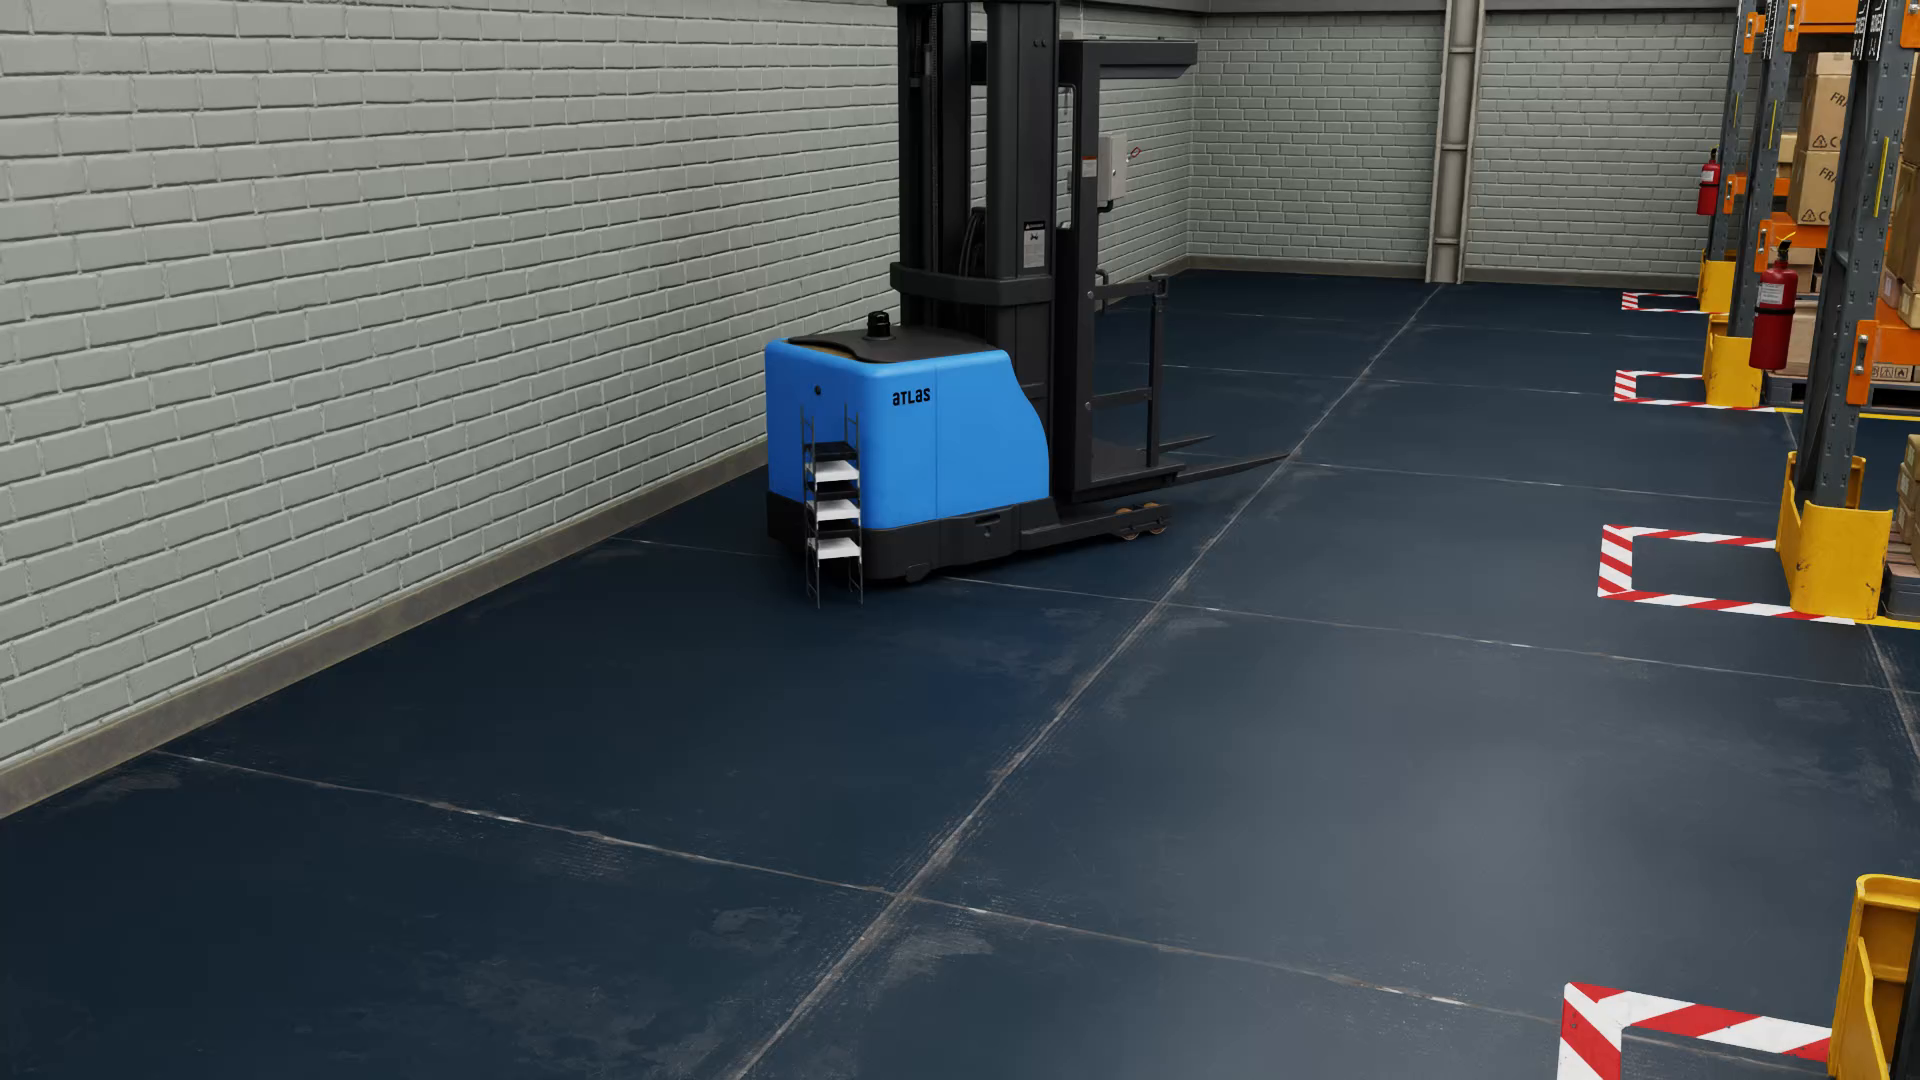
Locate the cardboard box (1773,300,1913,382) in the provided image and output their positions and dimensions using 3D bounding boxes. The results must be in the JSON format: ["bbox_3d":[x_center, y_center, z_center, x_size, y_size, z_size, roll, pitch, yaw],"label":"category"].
[{"bbox_3d":[6.451,-1.477,12.224,0.875,0.438,0.875,6,17,19],"label":"cardboard box"}]

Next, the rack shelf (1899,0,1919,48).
[{"bbox_3d":[5.938,-2.144,6.588,4.000,0.370,1.077,6,17,21],"label":"rack shelf"}]

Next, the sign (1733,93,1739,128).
[{"bbox_3d":[7.419,-4.110,15.898,0.005,0.325,0.100,6,17,21],"label":"sign"}]

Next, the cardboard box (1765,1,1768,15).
[{"bbox_3d":[8.000,-5.182,16.215,0.250,0.149,0.380,7,18,22],"label":"cardboard box"}]

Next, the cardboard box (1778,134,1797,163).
[{"bbox_3d":[7.941,-3.790,16.083,0.500,0.250,0.500,6,17,21],"label":"cardboard box"}]

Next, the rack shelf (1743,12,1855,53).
[{"bbox_3d":[9.478,-4.726,15.481,4.000,0.370,1.077,6,17,21],"label":"rack shelf"}]

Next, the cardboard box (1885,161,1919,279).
[{"bbox_3d":[4.590,-1.465,7.627,0.500,0.500,0.500,7,17,22],"label":"cardboard box"}]

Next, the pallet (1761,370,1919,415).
[{"bbox_3d":[6.573,-1.147,12.245,1.213,0.211,1.003,6,17,21],"label":"pallet"}]

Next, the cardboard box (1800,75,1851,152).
[{"bbox_3d":[6.142,-2.953,11.491,0.500,0.500,0.500,6,17,19],"label":"cardboard box"}]

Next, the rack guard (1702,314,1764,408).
[{"bbox_3d":[5.778,-1.349,12.425,0.348,0.500,1.175,6,17,21],"label":"rack guard"}]

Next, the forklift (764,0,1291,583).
[{"bbox_3d":[0.498,-1.512,8.624,3.031,2.935,1.130,-12,20,-35],"label":"forklift"}]

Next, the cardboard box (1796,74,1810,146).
[{"bbox_3d":[6.336,-3.088,11.958,0.500,0.500,0.500,7,18,22],"label":"cardboard box"}]

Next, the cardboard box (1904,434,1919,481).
[{"bbox_3d":[4.663,-0.383,7.906,0.250,0.149,0.380,6,17,21],"label":"cardboard box"}]

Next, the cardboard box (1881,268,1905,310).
[{"bbox_3d":[4.485,-1.173,7.783,0.250,0.149,0.380,6,17,21],"label":"cardboard box"}]

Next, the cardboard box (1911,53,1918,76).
[{"bbox_3d":[6.498,-3.214,11.229,0.250,0.149,0.380,7,18,22],"label":"cardboard box"}]

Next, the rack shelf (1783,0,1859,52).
[{"bbox_3d":[7.661,-3.438,11.046,4.000,0.370,1.077,6,17,21],"label":"rack shelf"}]

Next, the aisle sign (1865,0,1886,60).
[{"bbox_3d":[3.900,-2.431,7.006,0.004,0.787,0.394,6,17,21],"label":"aisle sign"}]

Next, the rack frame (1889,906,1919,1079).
[{"bbox_3d":[2.164,0.023,3.215,0.127,3.000,1.000,6,17,21],"label":"rack frame"}]

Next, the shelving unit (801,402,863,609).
[{"bbox_3d":[-0.586,-0.158,7.602,0.210,0.900,0.258,-5,17,-17],"label":"shelving unit"}]

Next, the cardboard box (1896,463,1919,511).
[{"bbox_3d":[4.674,-0.249,7.977,0.250,0.149,0.380,6,17,19],"label":"cardboard box"}]

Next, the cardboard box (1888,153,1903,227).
[{"bbox_3d":[6.622,-2.427,11.475,0.500,0.500,0.500,6,17,20],"label":"cardboard box"}]

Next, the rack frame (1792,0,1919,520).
[{"bbox_3d":[4.078,-1.253,7.610,0.127,3.000,1.000,6,17,21],"label":"rack frame"}]

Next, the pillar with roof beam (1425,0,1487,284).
[{"bbox_3d":[3.861,-6.109,13.577,0.400,9.000,9.100,6,17,21],"label":"pillar with roof beam"}]

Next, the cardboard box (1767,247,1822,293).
[{"bbox_3d":[8.152,-2.751,16.493,0.637,0.503,0.797,6,17,18],"label":"cardboard box"}]

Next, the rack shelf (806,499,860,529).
[{"bbox_3d":[-0.585,-0.126,7.612,0.200,0.077,0.258,-5,17,-17],"label":"rack shelf"}]

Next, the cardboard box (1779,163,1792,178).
[{"bbox_3d":[8.077,-3.596,16.130,0.250,0.149,0.380,7,18,22],"label":"cardboard box"}]

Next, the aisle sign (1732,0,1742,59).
[{"bbox_3d":[7.447,-5.014,15.903,0.004,0.787,0.394,6,17,21],"label":"aisle sign"}]

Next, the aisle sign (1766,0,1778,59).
[{"bbox_3d":[5.627,-3.728,11.472,0.004,0.787,0.394,6,17,21],"label":"aisle sign"}]

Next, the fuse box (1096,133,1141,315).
[{"bbox_3d":[1.453,-3.029,16.039,0.414,1.711,0.539,6,17,21],"label":"fuse box"}]

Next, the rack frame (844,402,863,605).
[{"bbox_3d":[-0.489,-0.167,7.632,0.006,0.900,0.240,-5,17,-17],"label":"rack frame"}]

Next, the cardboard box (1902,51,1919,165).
[{"bbox_3d":[4.595,-1.942,7.477,0.500,0.500,0.500,6,17,19],"label":"cardboard box"}]

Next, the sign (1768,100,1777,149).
[{"bbox_3d":[5.591,-2.858,11.443,0.005,0.325,0.100,6,17,21],"label":"sign"}]

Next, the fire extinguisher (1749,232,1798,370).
[{"bbox_3d":[4.013,-1.183,8.174,0.183,0.674,0.296,6,17,21],"label":"fire extinguisher"}]

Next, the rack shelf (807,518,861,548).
[{"bbox_3d":[-0.585,-0.040,7.637,0.200,0.077,0.258,-5,17,-17],"label":"rack shelf"}]

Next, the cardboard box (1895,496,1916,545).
[{"bbox_3d":[4.644,-0.086,7.950,0.250,0.149,0.380,7,17,22],"label":"cardboard box"}]

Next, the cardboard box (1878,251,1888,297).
[{"bbox_3d":[8.933,-2.652,16.158,0.500,0.500,0.700,7,18,23],"label":"cardboard box"}]

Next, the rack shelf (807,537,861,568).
[{"bbox_3d":[-0.585,0.047,7.662,0.200,0.077,0.258,-5,17,-17],"label":"rack shelf"}]

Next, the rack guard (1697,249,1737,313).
[{"bbox_3d":[7.689,-2.627,16.826,0.348,0.500,1.175,6,17,21],"label":"rack guard"}]
